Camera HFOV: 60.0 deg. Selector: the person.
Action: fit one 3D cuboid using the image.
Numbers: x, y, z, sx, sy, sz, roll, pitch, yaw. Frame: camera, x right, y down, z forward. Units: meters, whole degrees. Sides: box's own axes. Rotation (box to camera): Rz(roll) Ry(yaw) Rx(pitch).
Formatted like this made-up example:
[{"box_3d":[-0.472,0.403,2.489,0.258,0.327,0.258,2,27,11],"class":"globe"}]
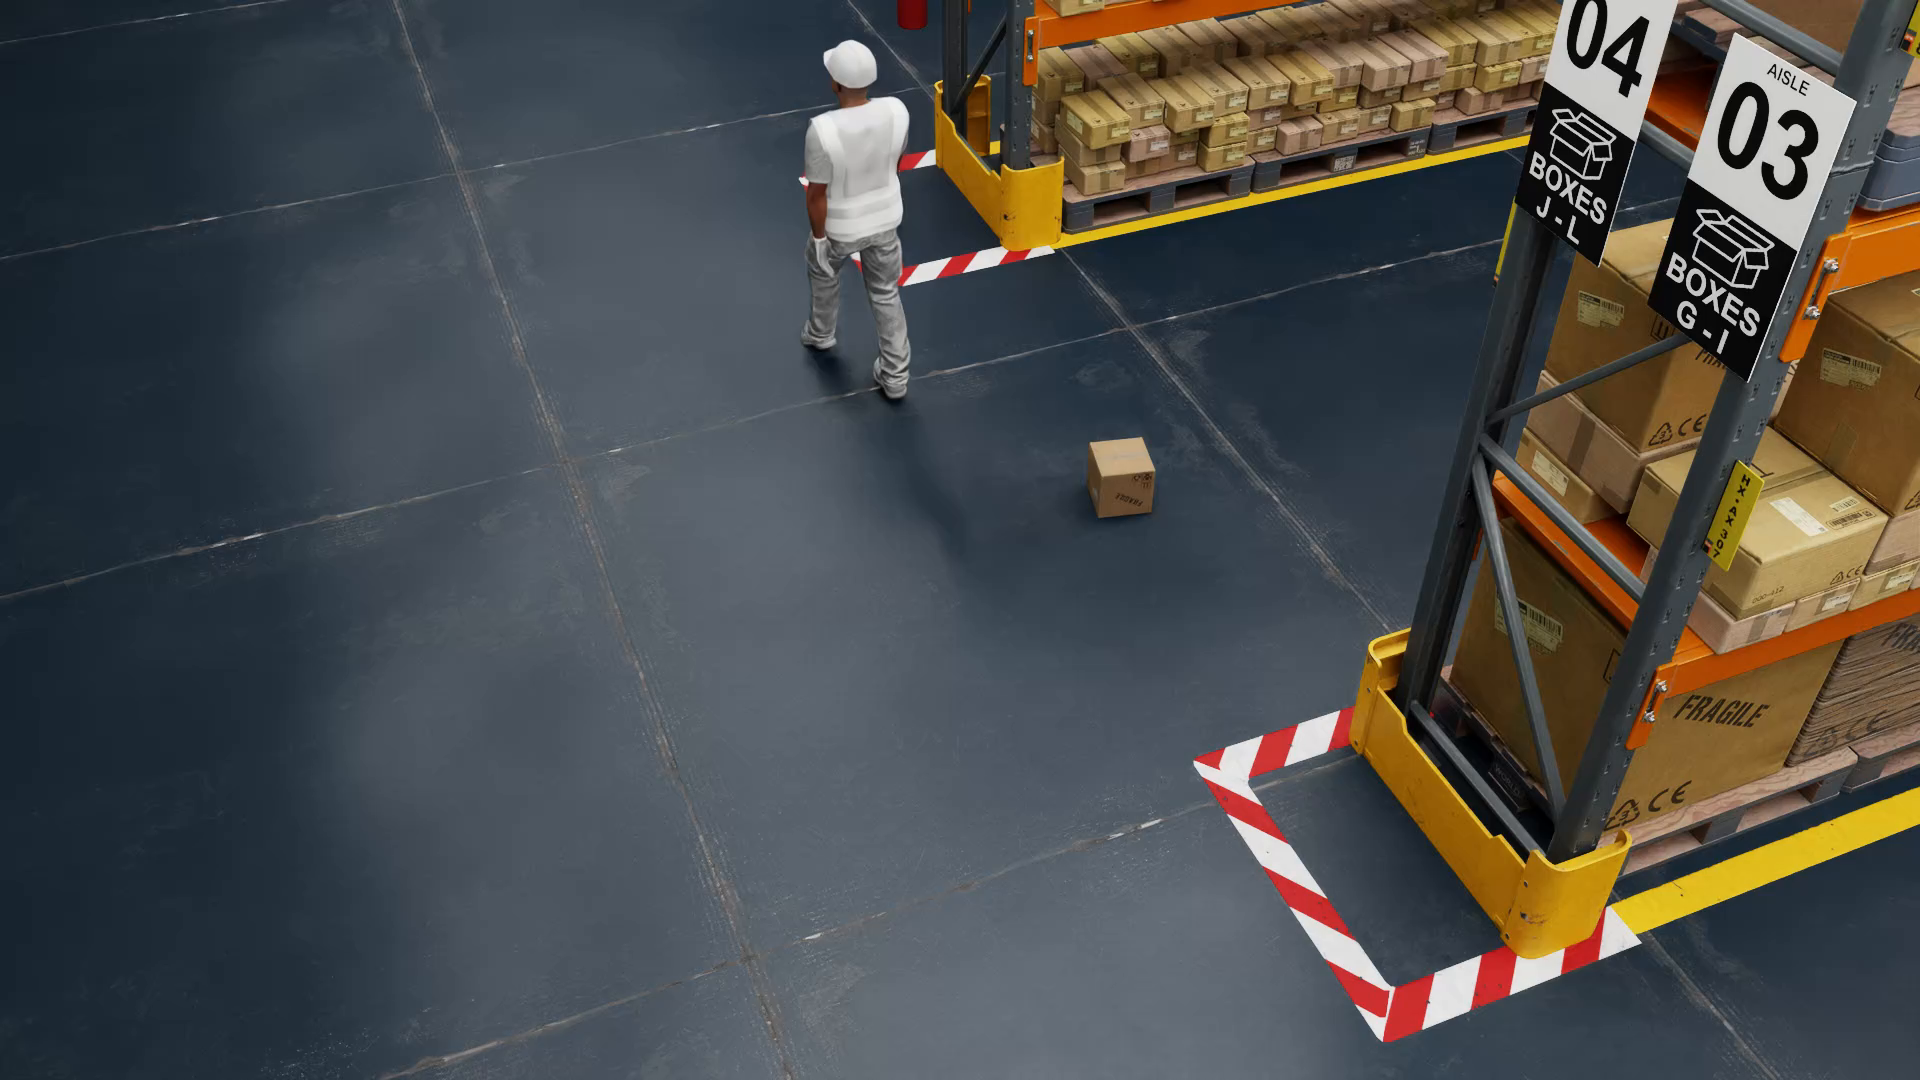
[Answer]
[{"box_3d":[-0.528,-1.553,7.915,0.561,1.806,0.820,-18,45,-19],"class":"person"}]
